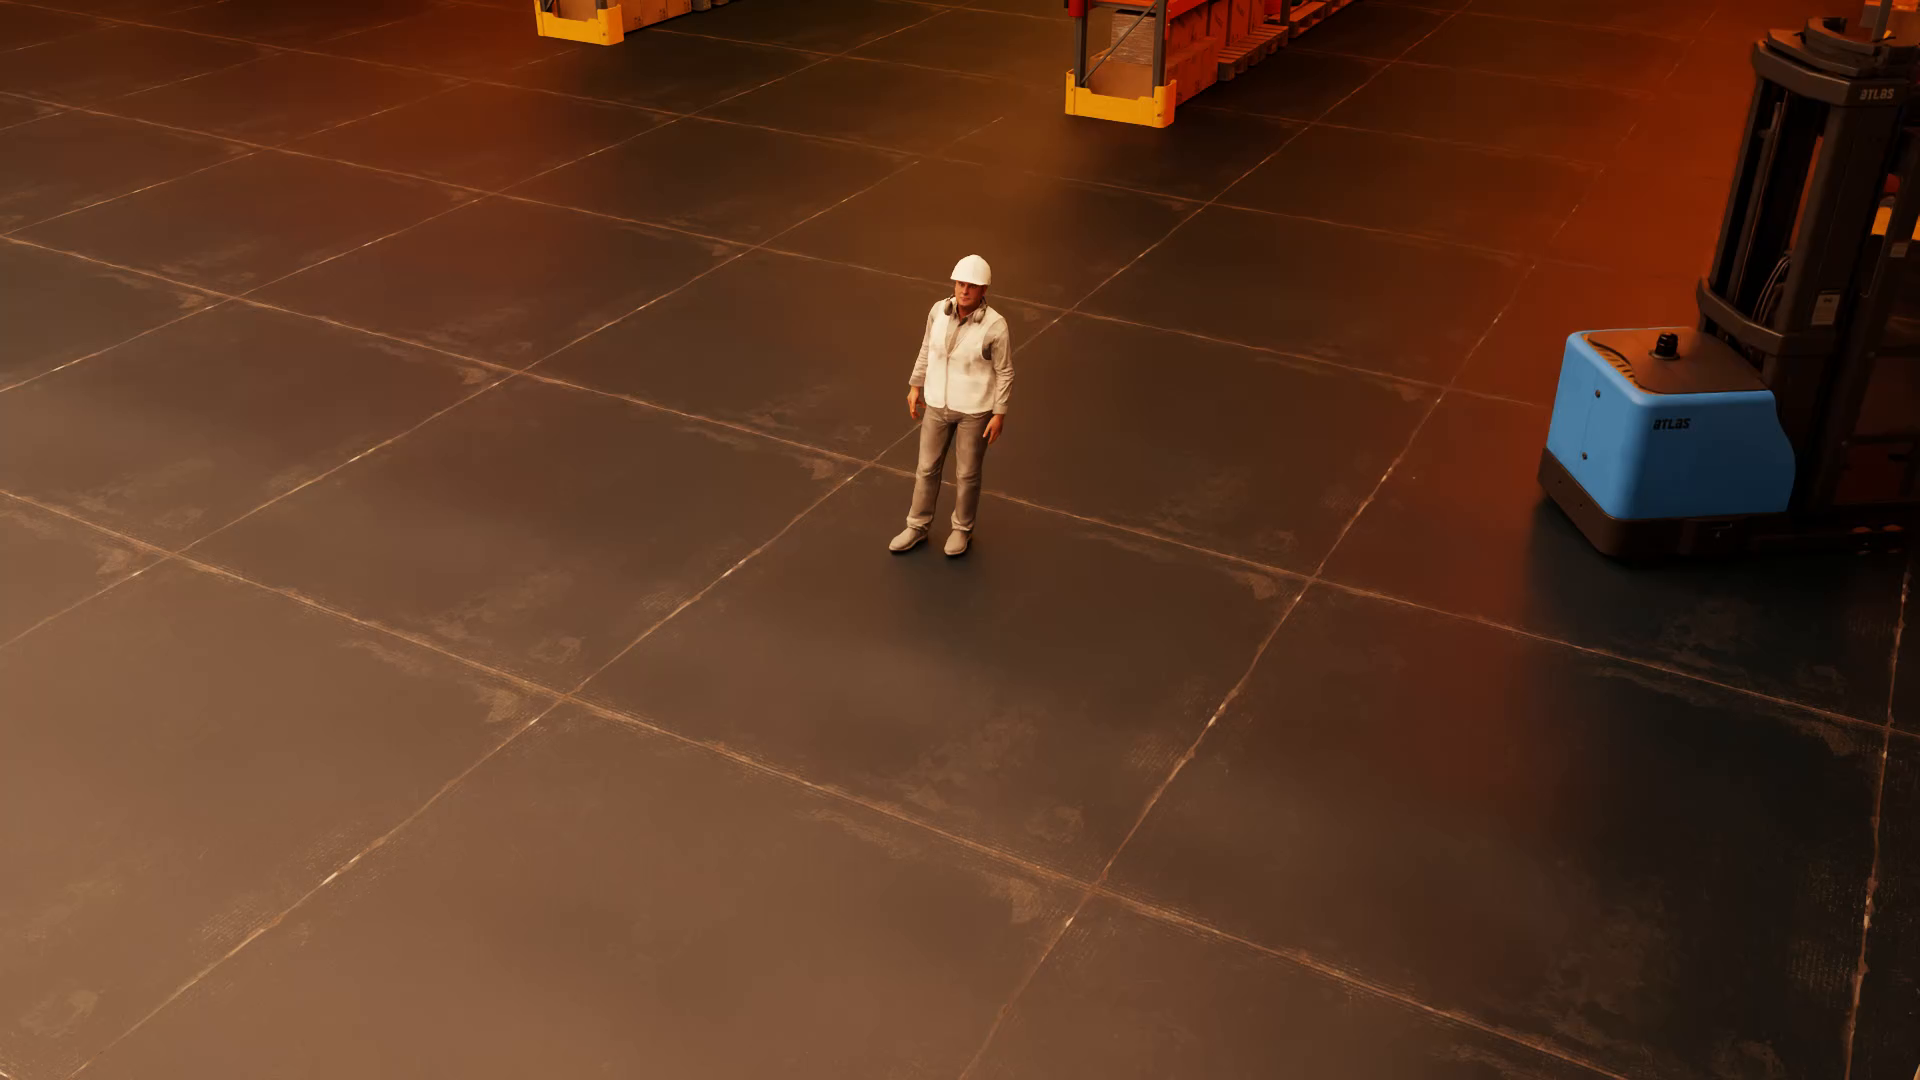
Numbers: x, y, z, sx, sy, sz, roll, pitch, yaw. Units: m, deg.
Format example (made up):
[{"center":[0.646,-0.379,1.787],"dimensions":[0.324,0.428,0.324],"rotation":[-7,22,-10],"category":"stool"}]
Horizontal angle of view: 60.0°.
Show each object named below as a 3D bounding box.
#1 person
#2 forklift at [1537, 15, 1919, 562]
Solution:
[{"center":[-0.041,-0.751,9.514],"dimensions":[0.624,1.773,0.568],"rotation":[15,33,25],"category":"person"},{"center":[5.200,-1.443,9.571],"dimensions":[3.031,2.935,1.130],"rotation":[-3,30,-5],"category":"forklift"}]
